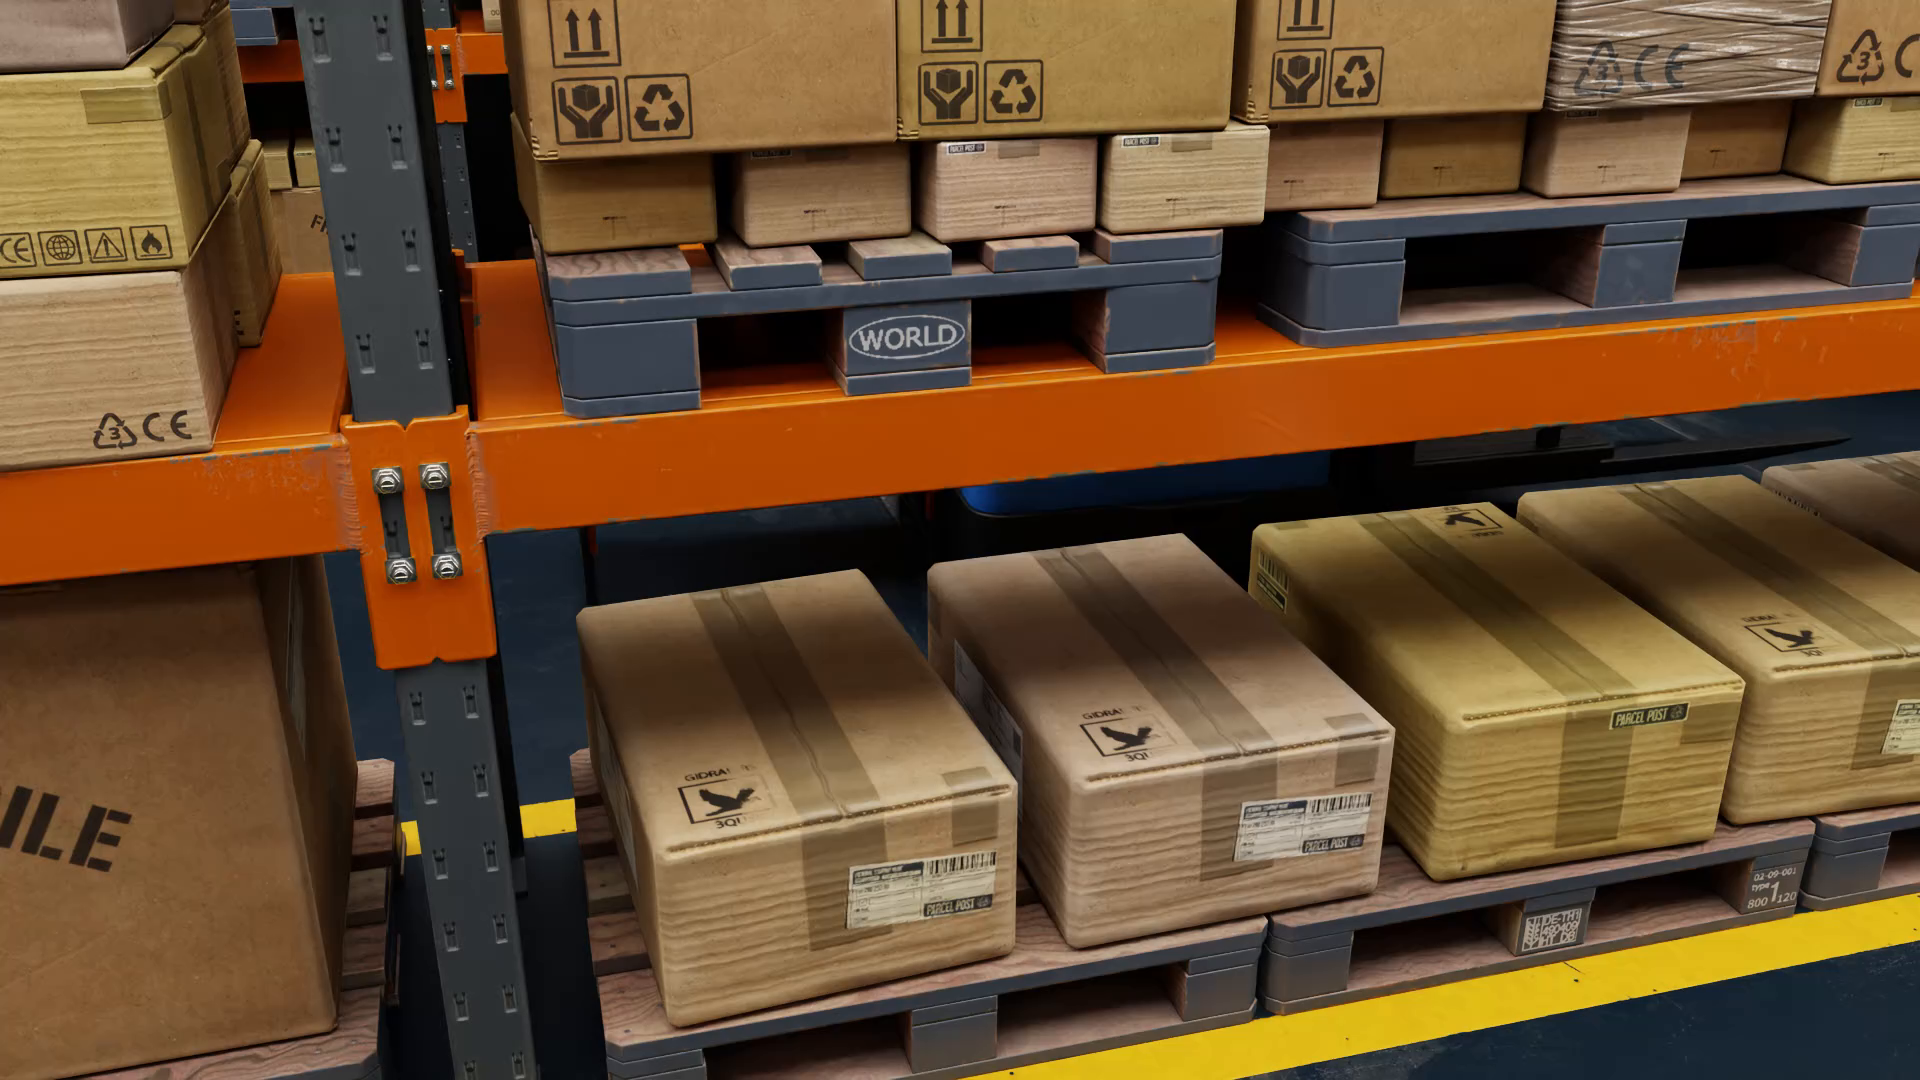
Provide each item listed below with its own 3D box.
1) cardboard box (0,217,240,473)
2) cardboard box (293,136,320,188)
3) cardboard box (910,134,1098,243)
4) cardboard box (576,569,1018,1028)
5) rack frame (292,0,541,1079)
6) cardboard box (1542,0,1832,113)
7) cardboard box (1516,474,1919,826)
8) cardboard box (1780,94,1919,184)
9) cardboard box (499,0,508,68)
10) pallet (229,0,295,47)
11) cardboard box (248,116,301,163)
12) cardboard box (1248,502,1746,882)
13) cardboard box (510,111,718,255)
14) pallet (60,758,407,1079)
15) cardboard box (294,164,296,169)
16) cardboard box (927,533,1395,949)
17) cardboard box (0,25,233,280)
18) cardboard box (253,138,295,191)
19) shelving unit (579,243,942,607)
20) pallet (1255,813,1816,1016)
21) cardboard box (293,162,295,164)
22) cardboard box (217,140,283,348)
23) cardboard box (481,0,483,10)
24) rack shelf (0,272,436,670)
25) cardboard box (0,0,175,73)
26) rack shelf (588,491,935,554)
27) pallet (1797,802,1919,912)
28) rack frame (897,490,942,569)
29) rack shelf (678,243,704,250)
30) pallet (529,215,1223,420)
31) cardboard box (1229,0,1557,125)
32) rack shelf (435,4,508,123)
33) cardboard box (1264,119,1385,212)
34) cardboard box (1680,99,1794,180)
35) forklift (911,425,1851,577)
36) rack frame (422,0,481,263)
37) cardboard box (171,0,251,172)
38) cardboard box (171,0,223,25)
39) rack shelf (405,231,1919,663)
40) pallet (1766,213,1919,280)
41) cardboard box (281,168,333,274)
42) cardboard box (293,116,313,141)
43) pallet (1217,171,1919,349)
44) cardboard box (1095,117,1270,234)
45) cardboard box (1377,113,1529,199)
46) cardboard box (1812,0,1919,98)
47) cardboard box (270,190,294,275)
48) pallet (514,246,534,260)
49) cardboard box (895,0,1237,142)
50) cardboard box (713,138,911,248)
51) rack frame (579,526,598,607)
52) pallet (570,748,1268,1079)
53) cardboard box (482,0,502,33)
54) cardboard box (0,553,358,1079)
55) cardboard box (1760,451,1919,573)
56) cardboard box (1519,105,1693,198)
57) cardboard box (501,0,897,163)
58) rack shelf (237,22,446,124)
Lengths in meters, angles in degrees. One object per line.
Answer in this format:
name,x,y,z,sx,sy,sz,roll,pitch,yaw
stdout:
cardboard box,-1.312,-0.294,2.322,0.500,0.250,0.500,-7,24,-16
cardboard box,-2.647,-1.593,6.974,0.250,0.149,0.380,-8,24,-17
cardboard box,0.025,-0.586,2.598,0.250,0.149,0.380,-8,24,-18
cardboard box,-0.349,0.442,3.215,0.625,0.372,0.950,-8,24,-18
rack frame,-0.895,-0.516,2.648,0.127,3.000,1.000,-6,24,-14
cardboard box,1.093,-1.019,2.784,0.500,0.500,0.500,-7,24,-16
cardboard box,1.760,0.207,3.762,0.625,0.372,0.950,-5,24,-11
cardboard box,1.549,-0.757,2.995,0.250,0.149,0.380,-6,24,-14
cardboard box,-0.533,-1.045,2.846,0.500,0.500,0.500,-7,24,-16
pallet,-2.874,-2.213,6.846,1.003,0.211,1.213,-6,24,-14
cardboard box,-3.089,-1.787,7.425,0.250,0.149,0.380,-6,24,-13
cardboard box,1.091,0.282,3.588,0.625,0.372,0.950,-6,24,-13
cardboard box,-0.532,-0.557,2.531,0.250,0.149,0.380,-8,24,-17
pallet,-1.675,0.821,3.069,1.213,0.211,1.003,-6,24,-14
cardboard box,-2.721,-1.506,7.592,0.500,0.500,0.500,-5,24,-12
cardboard box,0.360,0.361,3.405,0.625,0.372,0.950,-7,24,-15
cardboard box,-1.293,-0.529,2.234,0.500,0.250,0.500,-6,24,-15
cardboard box,-2.901,-1.553,6.879,0.250,0.149,0.380,-8,24,-17
shelving unit,-0.622,-0.458,4.890,1.048,1.125,0.538,-6,24,-13
pallet,1.030,0.554,3.690,1.213,0.211,1.003,-6,24,-14
cardboard box,-3.199,-1.461,7.488,0.500,0.500,0.500,-6,24,-14
cardboard box,-1.435,-0.490,2.779,0.500,0.250,0.500,-7,24,-15
cardboard box,-1.876,-2.476,7.406,0.500,0.250,0.500,-7,24,-15
rack shelf,-2.821,0.028,2.293,4.000,0.370,1.077,-6,24,-14
cardboard box,-1.323,-0.867,2.071,0.500,0.500,0.500,-7,24,-16
rack shelf,-0.622,-0.233,4.987,1.000,0.278,0.538,-6,24,-13
pallet,2.207,0.423,3.996,1.213,0.211,1.003,-6,24,-14
rack frame,-0.129,-0.506,5.004,0.032,1.125,0.500,-6,24,-13
rack shelf,-0.622,-0.727,4.775,1.000,0.278,0.538,-6,24,-13
pallet,-0.238,-0.544,2.957,1.003,0.211,1.213,-6,24,-14
cardboard box,0.610,-0.969,2.667,0.500,0.500,0.500,-6,24,-13
rack shelf,-0.314,-2.282,7.677,4.000,0.370,1.077,-6,24,-14
cardboard box,0.506,-0.663,2.777,0.250,0.149,0.380,-5,24,-11
cardboard box,1.267,-0.768,3.021,0.250,0.149,0.380,-7,24,-16
forklift,1.385,-1.460,4.936,3.031,2.935,1.130,-6,24,-13
rack frame,-2.240,-2.400,7.039,0.127,3.000,1.000,-6,24,-14
cardboard box,-1.450,-0.716,2.672,0.500,0.250,0.500,-6,24,-15
cardboard box,-1.436,-1.062,2.525,0.500,0.500,0.500,-7,24,-16
rack shelf,1.030,-0.398,3.286,4.000,0.370,1.077,-6,24,-14
pallet,2.181,-0.828,3.618,1.213,0.211,1.003,-6,24,-14
cardboard box,-2.589,-1.317,7.154,0.500,0.500,0.500,-6,24,-13
cardboard box,-2.826,-1.805,7.467,0.250,0.149,0.380,-5,24,-12
pallet,0.999,-0.654,3.213,1.213,0.211,1.003,-6,24,-14
cardboard box,0.295,-0.608,2.648,0.250,0.149,0.380,-6,24,-14
cardboard box,0.768,-0.708,2.882,0.250,0.149,0.380,-5,24,-12
cardboard box,1.597,-1.075,2.915,0.500,0.500,0.500,-5,24,-13
cardboard box,-3.074,-1.268,7.039,0.500,0.500,0.500,-7,24,-15
pallet,-1.437,-1.191,7.759,1.213,0.211,1.003,-6,24,-14
cardboard box,0.100,-0.910,2.529,0.500,0.500,0.500,-5,24,-12
cardboard box,-0.251,-0.575,2.571,0.250,0.149,0.380,-8,24,-18
rack frame,-1.115,-0.409,4.776,0.032,1.125,0.500,-6,24,-13
pallet,-0.143,0.683,3.391,1.213,0.211,1.003,-6,24,-14
cardboard box,-1.747,-2.285,6.962,0.500,0.250,0.500,-6,24,-14
cardboard box,-1.583,0.310,2.886,0.875,0.875,0.875,-7,24,-15
cardboard box,2.452,0.130,3.944,0.625,0.372,0.950,-6,24,-14
cardboard box,1.037,-0.711,2.889,0.250,0.149,0.380,-6,24,-13
cardboard box,-0.400,-0.851,2.394,0.500,0.500,0.500,-7,24,-16
rack shelf,-4.166,-1.856,6.684,4.000,0.370,1.077,-6,24,-14
